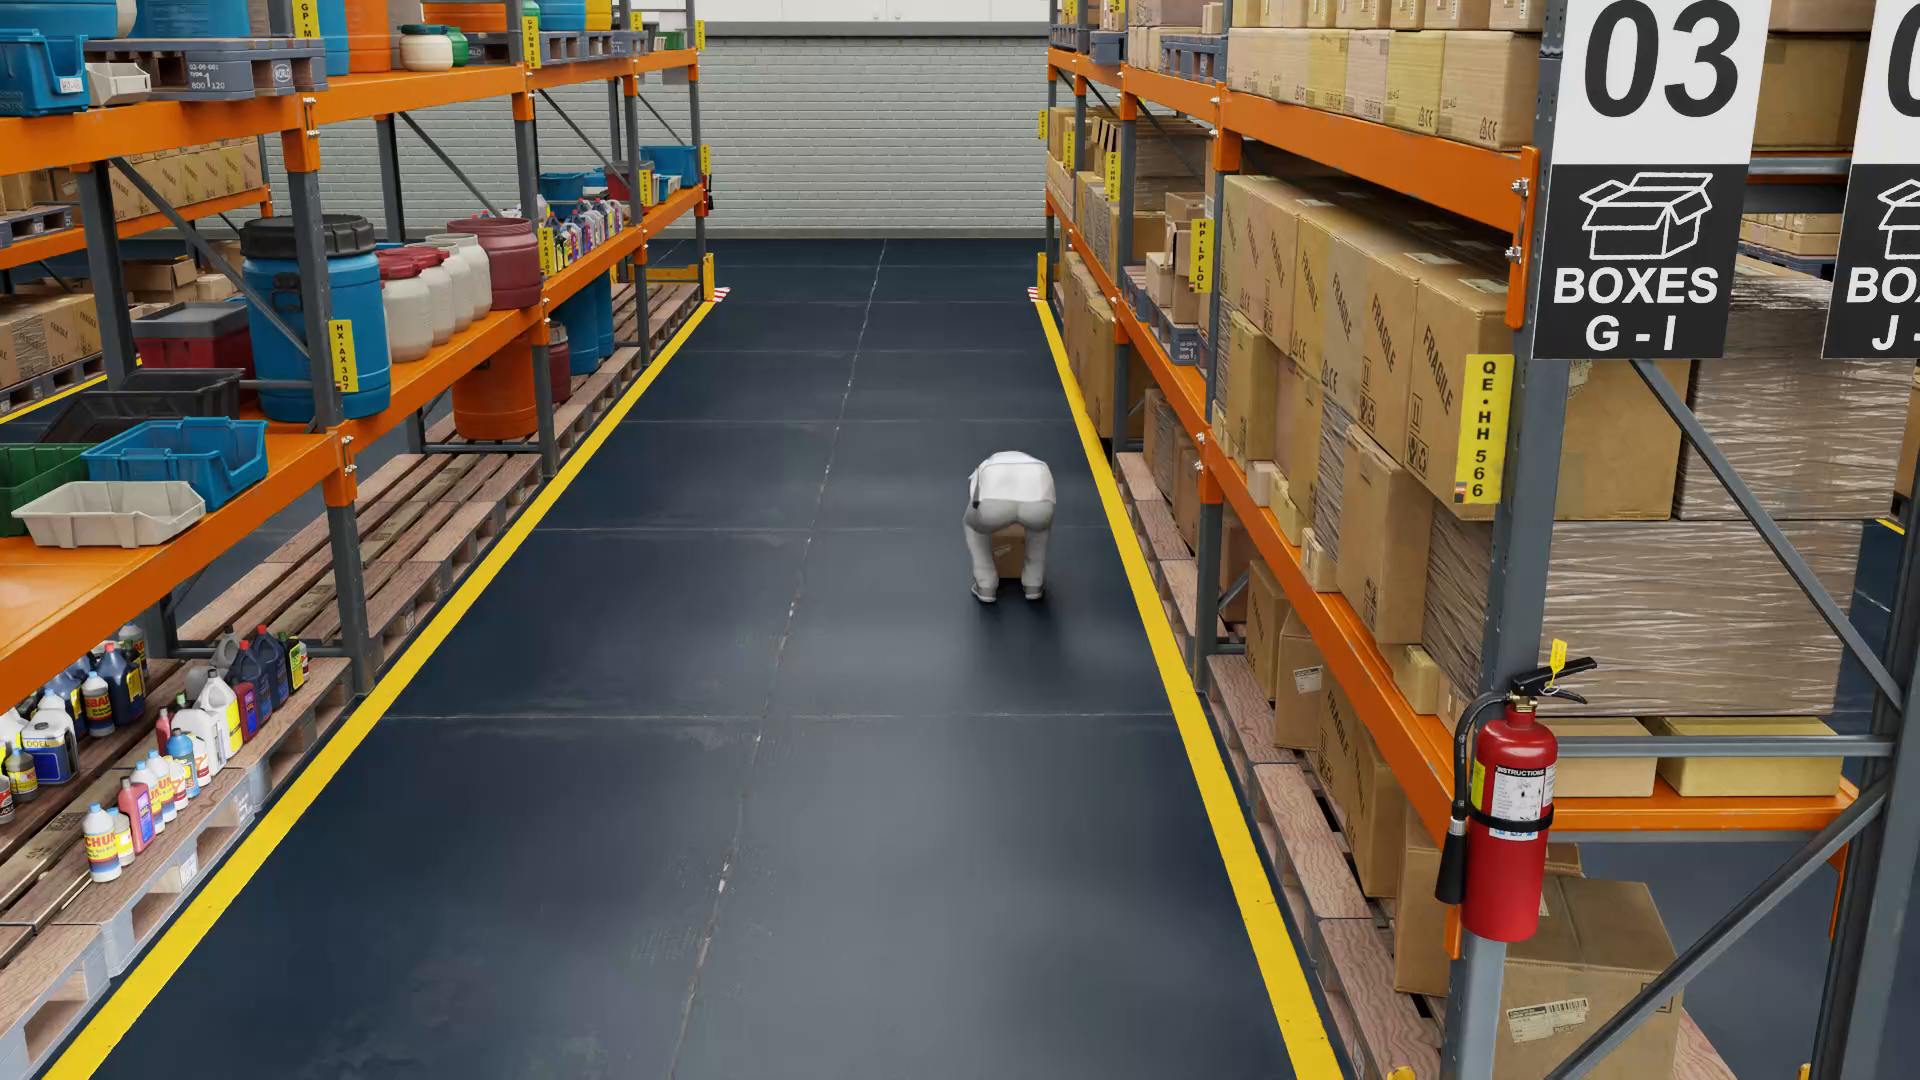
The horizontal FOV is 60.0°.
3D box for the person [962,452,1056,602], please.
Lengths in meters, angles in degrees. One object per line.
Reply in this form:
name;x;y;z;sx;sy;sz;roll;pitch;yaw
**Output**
person;0.271;-0.110;9.345;0.513;0.835;0.942;-1;17;-3
